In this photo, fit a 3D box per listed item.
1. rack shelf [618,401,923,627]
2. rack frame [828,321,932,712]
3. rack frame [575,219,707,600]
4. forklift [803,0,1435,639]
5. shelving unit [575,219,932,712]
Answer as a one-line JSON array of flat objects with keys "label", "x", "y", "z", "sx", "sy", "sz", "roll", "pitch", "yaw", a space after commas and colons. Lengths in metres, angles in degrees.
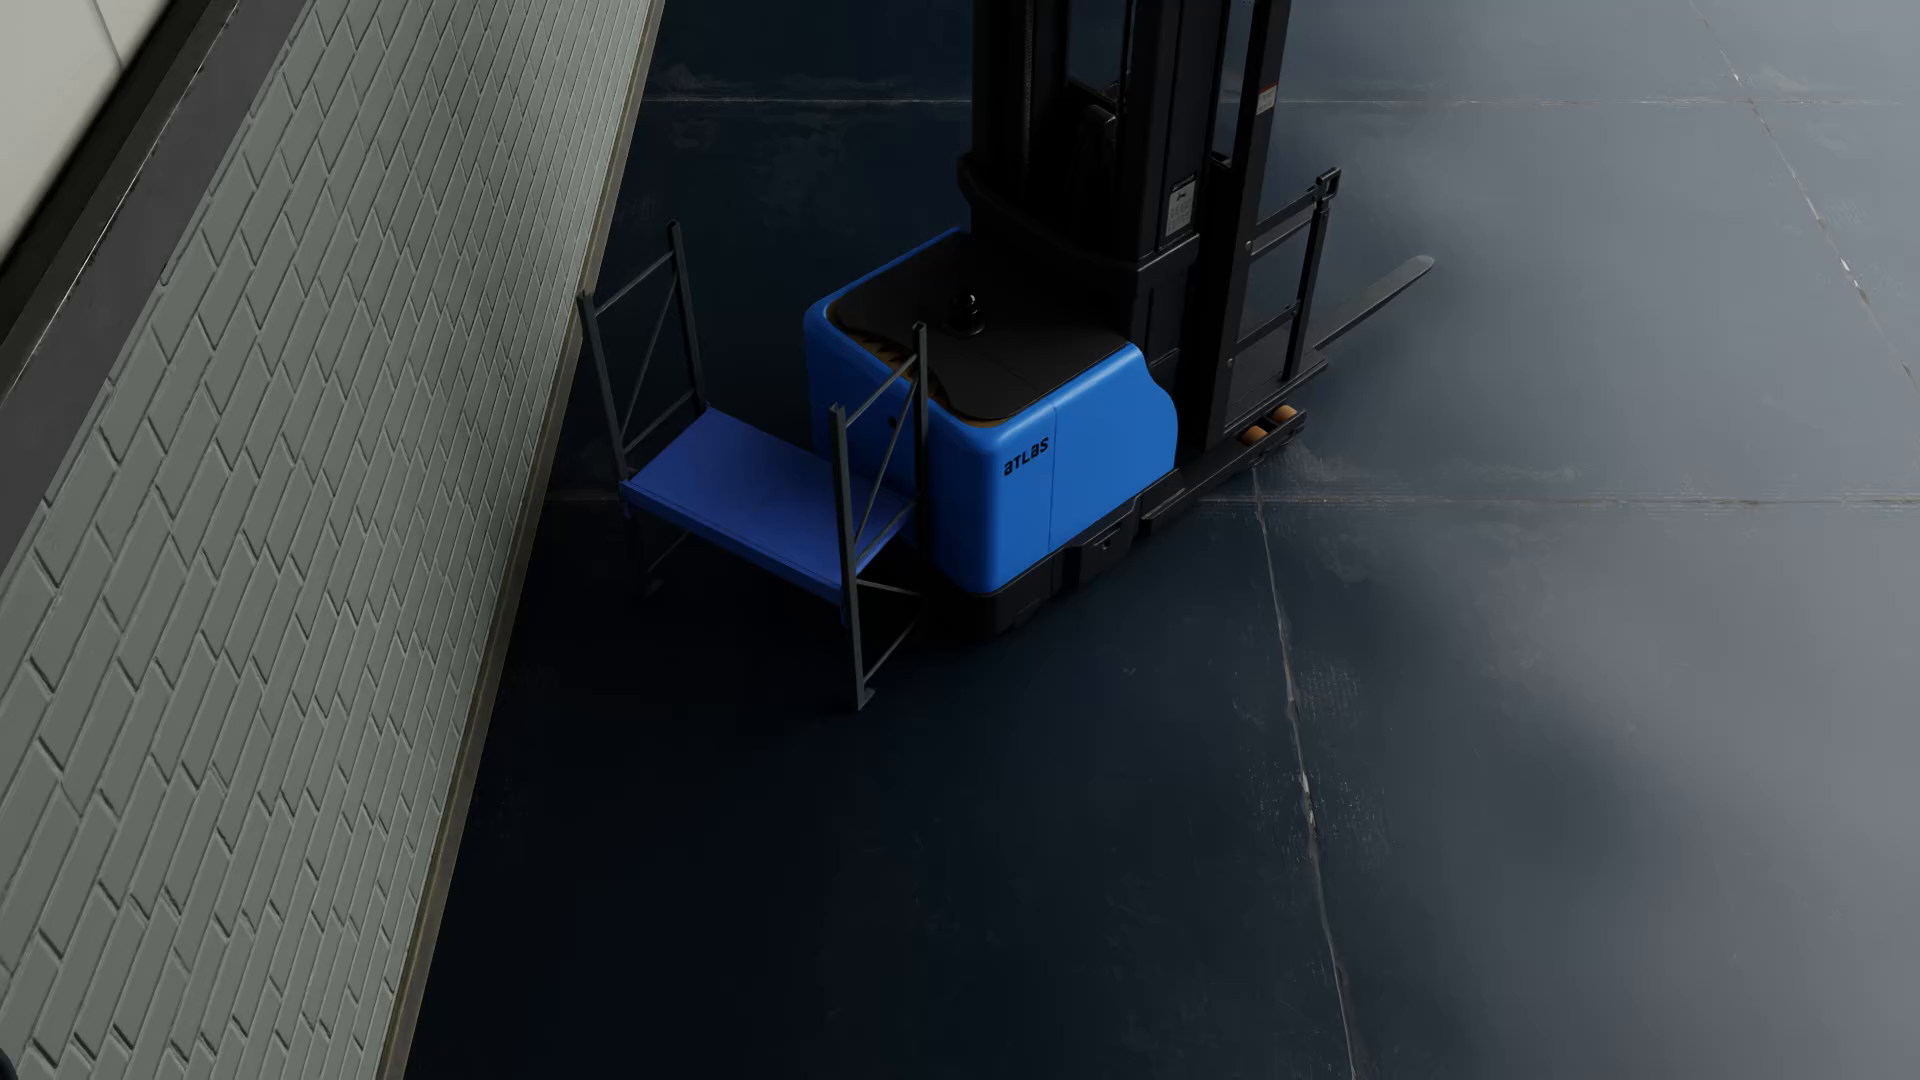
[{"label": "rack shelf", "x": -0.684, "y": -0.112, "z": 6.075, "sx": 1.000, "sy": 0.185, "sz": 0.538, "roll": 25, "pitch": 52, "yaw": 21}, {"label": "rack frame", "x": -0.255, "y": -0.035, "z": 5.758, "sx": 0.032, "sy": 1.500, "sz": 0.500, "roll": 25, "pitch": 52, "yaw": 21}, {"label": "rack frame", "x": -1.112, "y": -0.435, "z": 6.130, "sx": 0.032, "sy": 1.500, "sz": 0.500, "roll": 25, "pitch": 52, "yaw": 21}, {"label": "forklift", "x": 0.840, "y": -1.571, "z": 6.210, "sx": 3.031, "sy": 2.935, "sz": 1.130, "roll": -34, "pitch": 55, "yaw": -27}, {"label": "shelving unit", "x": -0.684, "y": -0.235, "z": 5.944, "sx": 1.048, "sy": 1.500, "sz": 0.538, "roll": 25, "pitch": 52, "yaw": 21}]
